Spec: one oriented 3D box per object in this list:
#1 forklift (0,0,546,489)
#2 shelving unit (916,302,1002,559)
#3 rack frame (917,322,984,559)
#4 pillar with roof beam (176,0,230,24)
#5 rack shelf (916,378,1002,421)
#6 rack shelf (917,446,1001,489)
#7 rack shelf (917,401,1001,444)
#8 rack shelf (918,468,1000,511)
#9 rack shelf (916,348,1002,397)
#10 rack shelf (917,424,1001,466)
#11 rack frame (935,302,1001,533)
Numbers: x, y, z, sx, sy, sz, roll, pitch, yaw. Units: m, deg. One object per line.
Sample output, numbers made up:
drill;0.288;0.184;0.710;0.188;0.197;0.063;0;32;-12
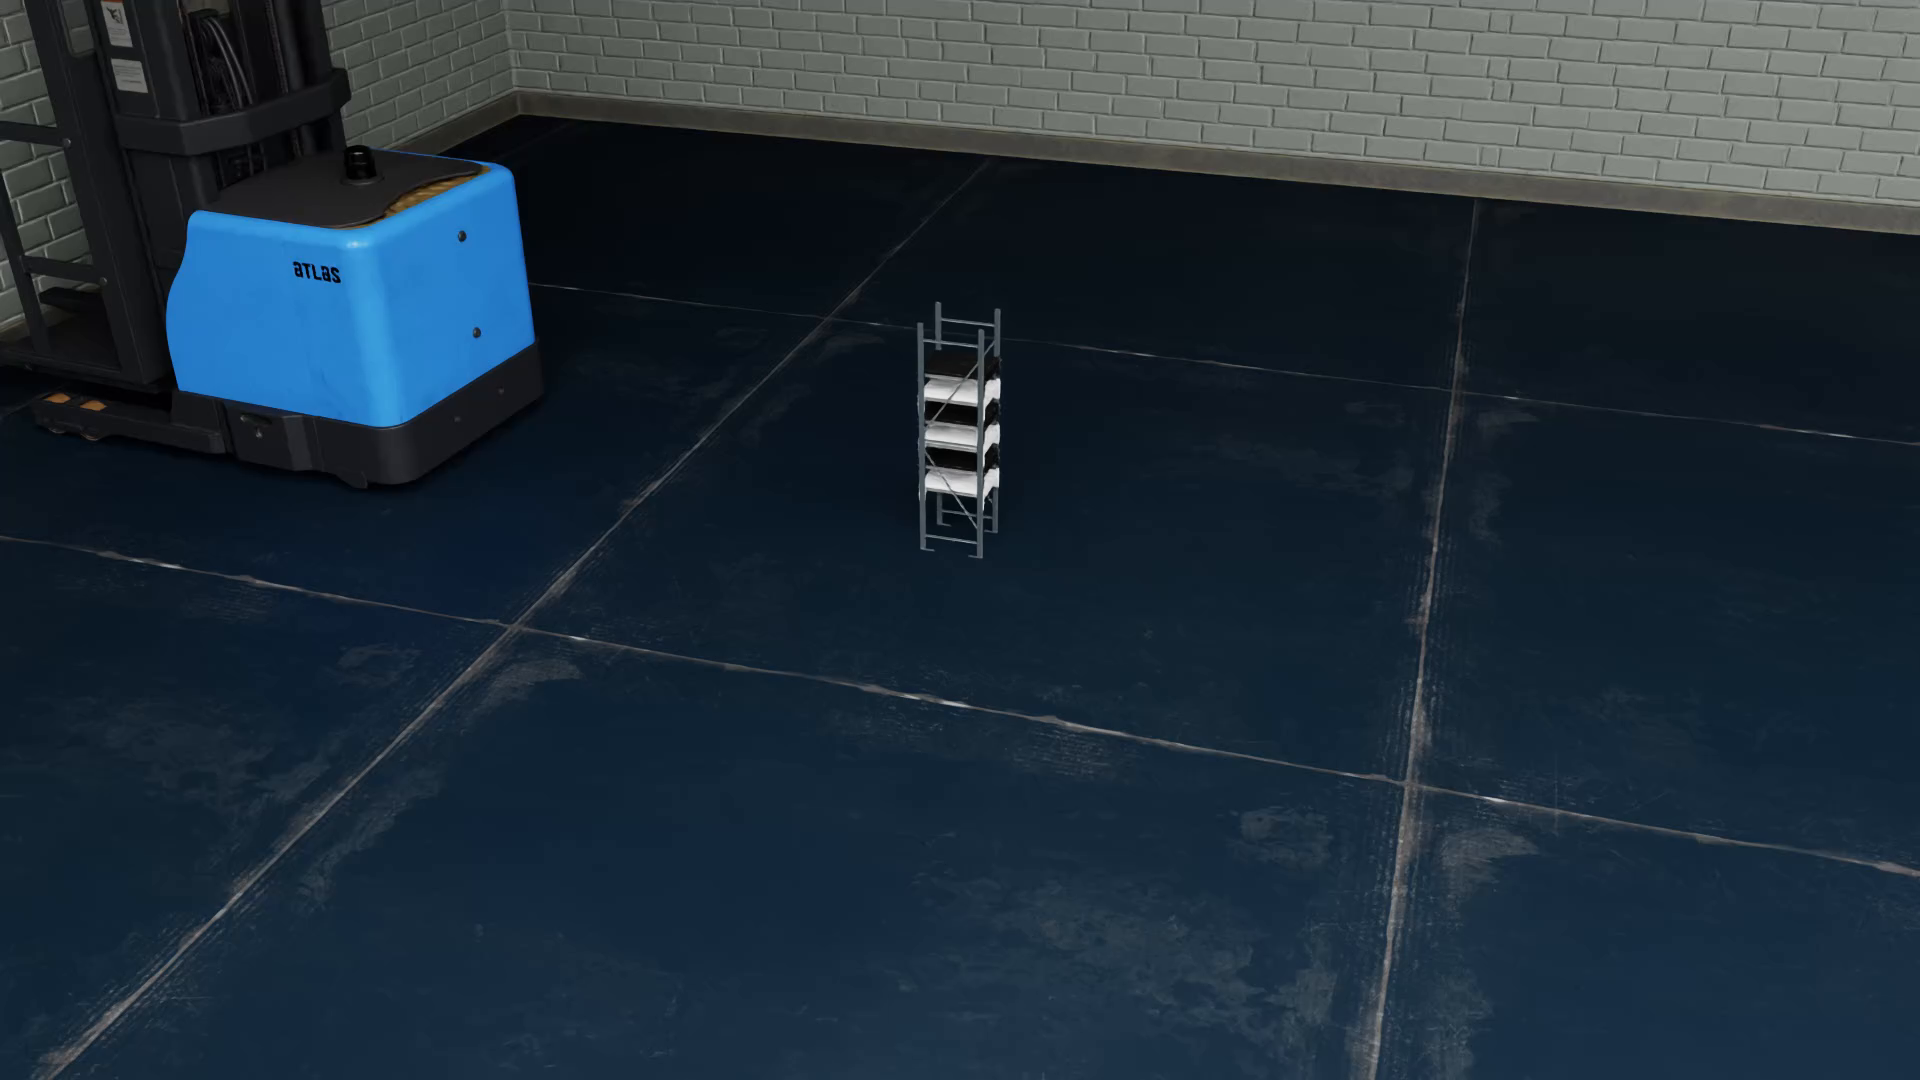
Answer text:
forklift;-3.381;-1.924;6.694;3.031;2.935;1.130;11;31;19
shelving unit;-0.002;-0.389;6.024;0.258;0.900;0.210;8;30;15
rack frame;-0.032;-0.342;5.940;0.240;0.900;0.006;8;30;15
pillar with roof beam;0.289;-4.887;5.778;9.100;9.000;0.400;8;30;15
rack shelf;-0.002;-0.518;5.953;0.258;0.077;0.200;8;30;15
rack shelf;-0.002;-0.282;6.084;0.258;0.077;0.200;8;30;15
rack shelf;-0.002;-0.439;5.997;0.258;0.077;0.200;8;30;15
rack shelf;-0.002;-0.203;6.128;0.258;0.077;0.200;8;30;15
rack shelf;-0.002;-0.596;5.909;0.258;0.077;0.200;8;30;15
rack shelf;-0.002;-0.360;6.041;0.258;0.077;0.200;8;30;15
rack frame;0.027;-0.437;6.109;0.240;0.900;0.006;8;30;15
